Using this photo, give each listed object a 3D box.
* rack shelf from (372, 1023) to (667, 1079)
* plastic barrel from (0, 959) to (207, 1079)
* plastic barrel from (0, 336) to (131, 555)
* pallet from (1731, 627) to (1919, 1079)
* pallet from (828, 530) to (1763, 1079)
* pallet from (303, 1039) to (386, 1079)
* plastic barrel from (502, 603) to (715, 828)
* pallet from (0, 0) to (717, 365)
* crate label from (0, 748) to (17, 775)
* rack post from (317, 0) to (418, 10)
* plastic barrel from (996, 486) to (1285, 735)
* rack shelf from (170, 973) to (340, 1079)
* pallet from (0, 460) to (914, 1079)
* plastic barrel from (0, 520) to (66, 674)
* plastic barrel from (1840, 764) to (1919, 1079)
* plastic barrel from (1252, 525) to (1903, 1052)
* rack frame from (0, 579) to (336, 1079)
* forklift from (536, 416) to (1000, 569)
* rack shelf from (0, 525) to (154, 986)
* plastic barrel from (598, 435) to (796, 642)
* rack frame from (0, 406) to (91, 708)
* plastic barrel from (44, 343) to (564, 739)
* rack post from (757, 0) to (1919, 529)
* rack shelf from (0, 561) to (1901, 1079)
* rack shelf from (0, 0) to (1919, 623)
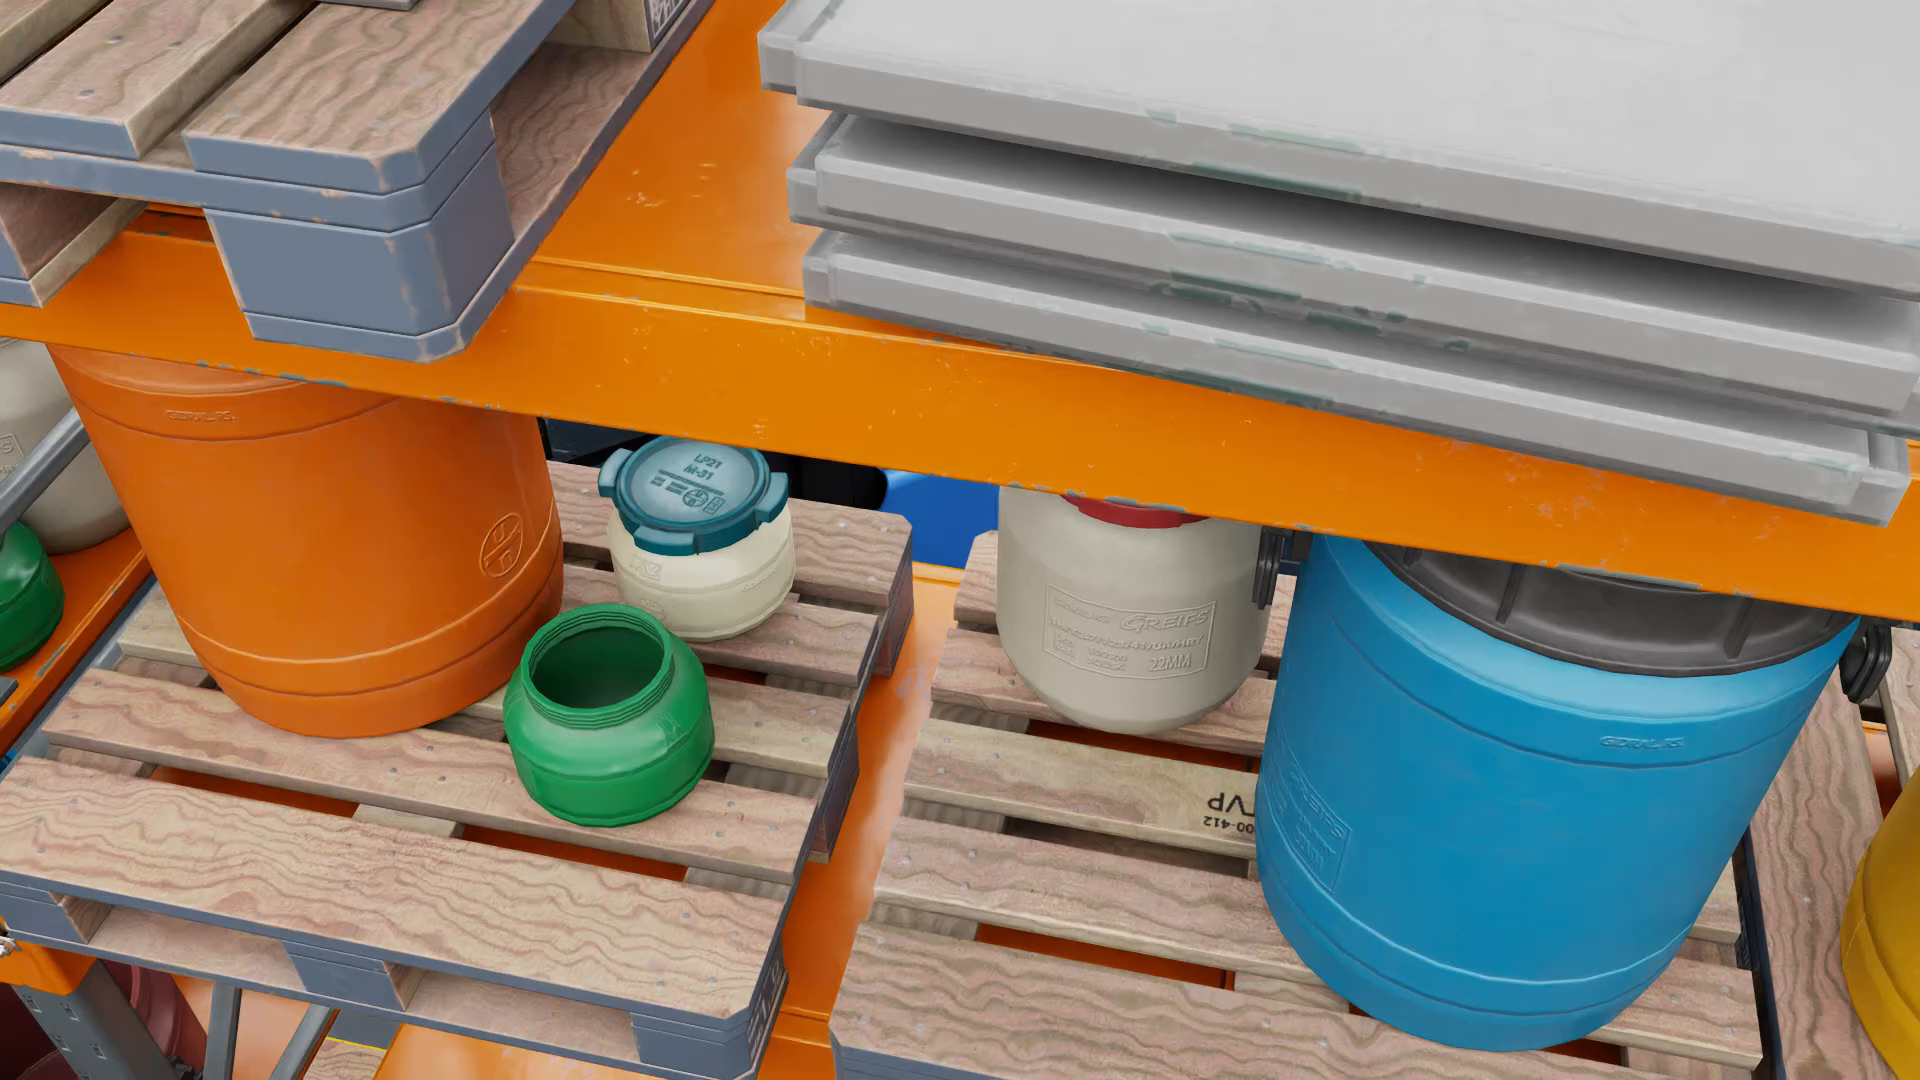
[{"bbox_3d":[0.455,1.675,3.825,4.000,0.370,1.077,9,45,9],"label":"rack shelf"},{"bbox_3d":[-2.015,1.199,3.703,0.708,0.536,0.600,9,45,9],"label":"plastic barrel"},{"bbox_3d":[-1.733,-0.262,3.076,0.421,0.512,0.421,0,44,0],"label":"plastic barrel"},{"bbox_3d":[1.621,0.654,2.341,1.003,0.211,1.213,9,45,9],"label":"pallet"},{"bbox_3d":[0.513,0.484,2.517,1.213,0.211,1.003,9,45,9],"label":"pallet"},{"bbox_3d":[-2.244,1.974,5.007,1.213,0.211,1.003,9,45,9],"label":"pallet"},{"bbox_3d":[-0.513,0.253,2.430,0.294,0.245,0.294,0,44,0],"label":"plastic barrel"},{"bbox_3d":[-0.799,-0.706,1.879,1.003,0.211,1.213,9,45,9],"label":"pallet"},{"bbox_3d":[-2.407,0.767,4.225,0.616,0.435,0.502,9,45,9],"label":"crate label"},{"bbox_3d":[-0.780,-0.939,1.751,0.937,0.300,0.954,9,45,9],"label":"rack post"},{"bbox_3d":[0.267,-0.001,2.485,0.433,0.535,0.433,0,44,0],"label":"plastic barrel"},{"bbox_3d":[-3.448,1.070,4.455,4.000,0.370,1.077,9,45,9],"label":"rack shelf"},{"bbox_3d":[-0.771,0.283,2.727,1.213,0.211,1.003,9,45,9],"label":"pallet"},{"bbox_3d":[-1.749,0.086,2.907,0.294,0.245,0.294,0,44,0],"label":"plastic barrel"},{"bbox_3d":[1.472,0.418,2.011,0.600,0.588,0.600,0,44,0],"label":"plastic barrel"},{"bbox_3d":[0.708,0.151,2.062,0.708,0.901,0.600,9,45,9],"label":"plastic barrel"},{"bbox_3d":[-1.496,1.113,3.890,0.127,3.000,1.000,9,45,9],"label":"rack frame"},{"bbox_3d":[-1.115,-0.566,5.684,3.031,2.935,1.130,-21,48,-20],"label":"forklift"},{"bbox_3d":[-3.448,-0.011,3.414,4.000,0.370,1.077,9,45,9],"label":"rack shelf"},{"bbox_3d":[-0.418,-0.006,2.687,0.301,0.262,0.301,0,44,0],"label":"plastic barrel"},{"bbox_3d":[-1.496,-1.048,1.810,0.127,3.000,1.000,9,45,9],"label":"rack frame"},{"bbox_3d":[-0.943,-0.186,2.464,0.708,0.830,0.600,9,45,9],"label":"plastic barrel"},{"bbox_3d":[0.404,-0.483,1.583,0.954,0.300,0.937,13,45,13],"label":"rack post"},{"bbox_3d":[0.455,0.595,2.785,4.000,0.370,1.077,9,45,9],"label":"rack shelf"},{"bbox_3d":[0.455,-0.342,1.884,4.000,0.370,1.077,9,45,9],"label":"rack shelf"}]
